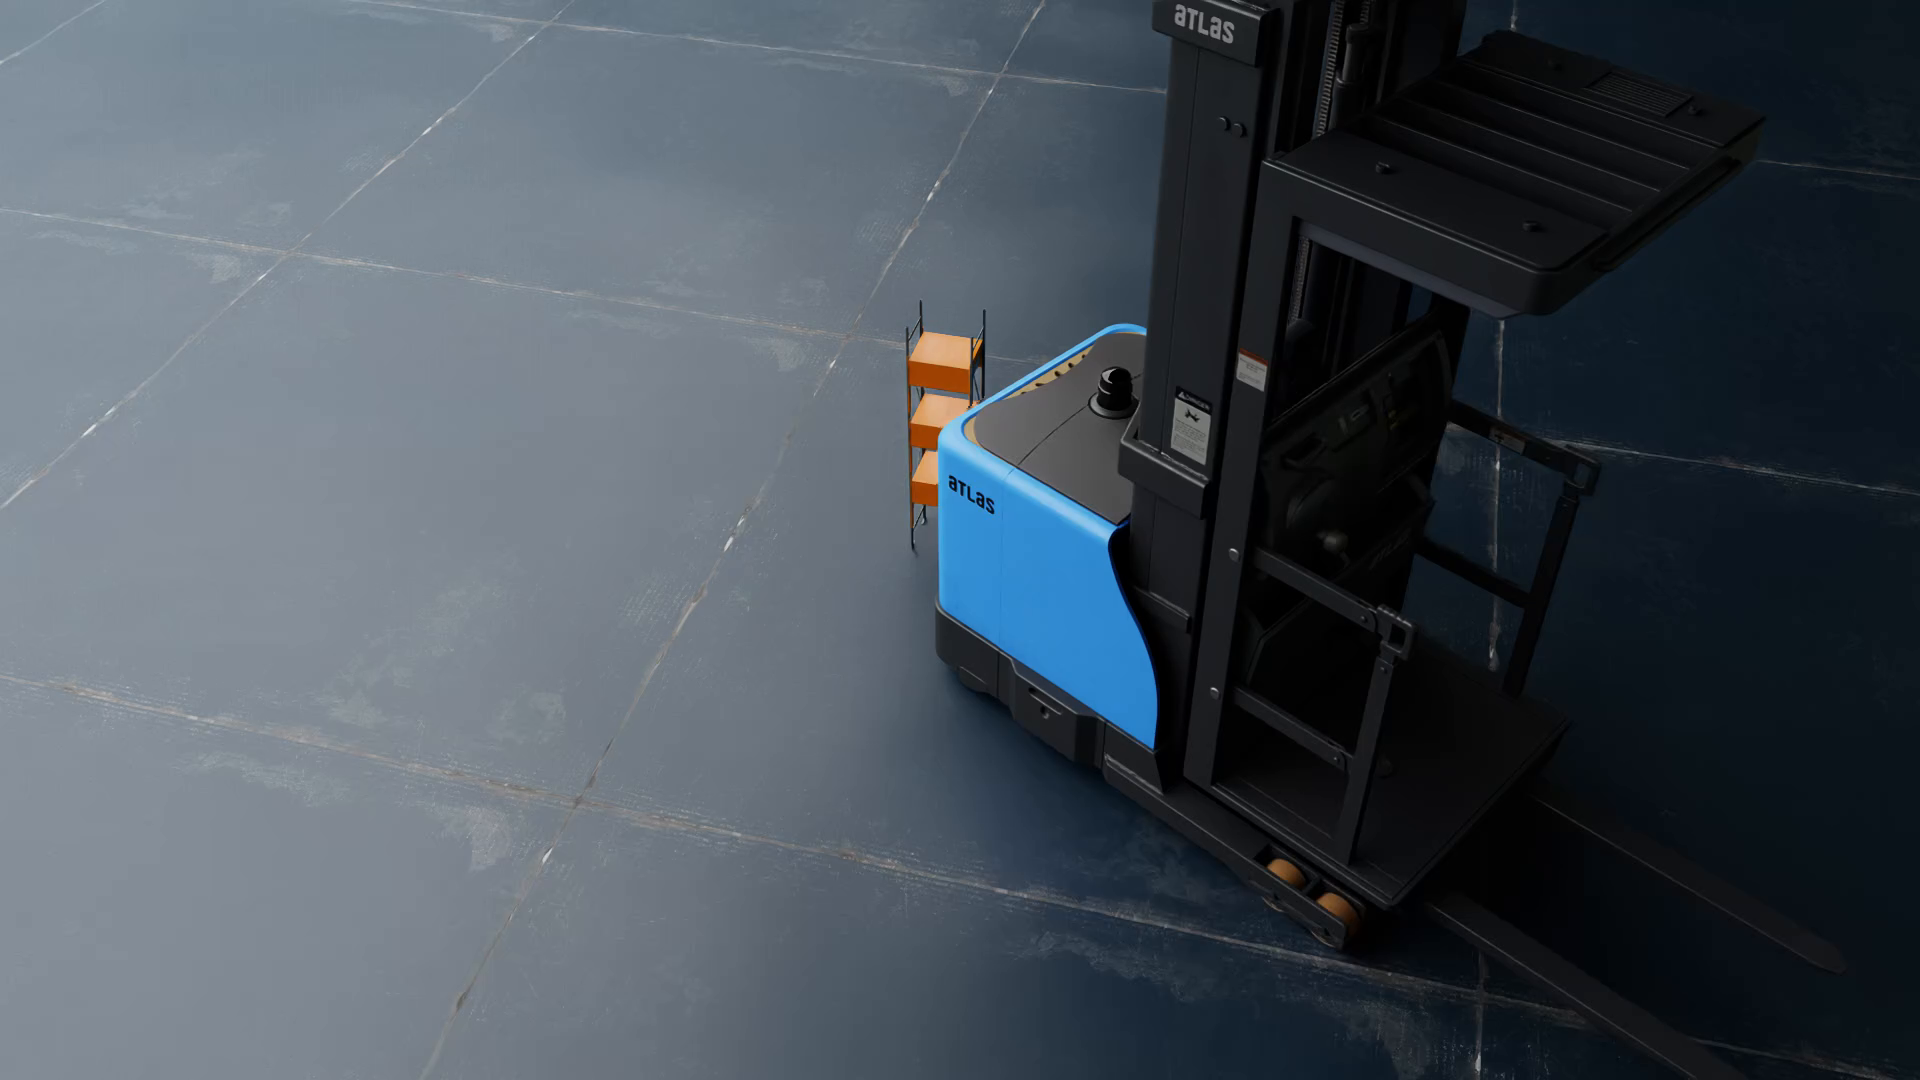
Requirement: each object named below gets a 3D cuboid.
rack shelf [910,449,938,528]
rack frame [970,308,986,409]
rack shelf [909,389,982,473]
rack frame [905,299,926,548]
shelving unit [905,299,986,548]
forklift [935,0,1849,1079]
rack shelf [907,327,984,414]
[{"bbox_3d":[-0.052,-0.190,6.609,0.240,0.259,0.215,10,41,11],"label":"rack shelf"},{"bbox_3d":[0.066,-0.391,6.399,0.008,1.050,0.200,10,41,11],"label":"rack frame"},{"bbox_3d":[-0.052,-0.403,6.430,0.240,0.259,0.215,10,41,11],"label":"rack shelf"},{"bbox_3d":[-0.170,-0.431,6.447,0.008,1.050,0.200,10,41,11],"label":"rack frame"},{"bbox_3d":[-0.052,-0.411,6.423,0.252,1.050,0.215,10,41,11],"label":"shelving unit"},{"bbox_3d":[1.315,-0.228,4.742,3.031,2.935,1.130,32,50,32],"label":"forklift"},{"bbox_3d":[-0.052,-0.620,6.247,0.240,0.259,0.215,10,41,11],"label":"rack shelf"}]
